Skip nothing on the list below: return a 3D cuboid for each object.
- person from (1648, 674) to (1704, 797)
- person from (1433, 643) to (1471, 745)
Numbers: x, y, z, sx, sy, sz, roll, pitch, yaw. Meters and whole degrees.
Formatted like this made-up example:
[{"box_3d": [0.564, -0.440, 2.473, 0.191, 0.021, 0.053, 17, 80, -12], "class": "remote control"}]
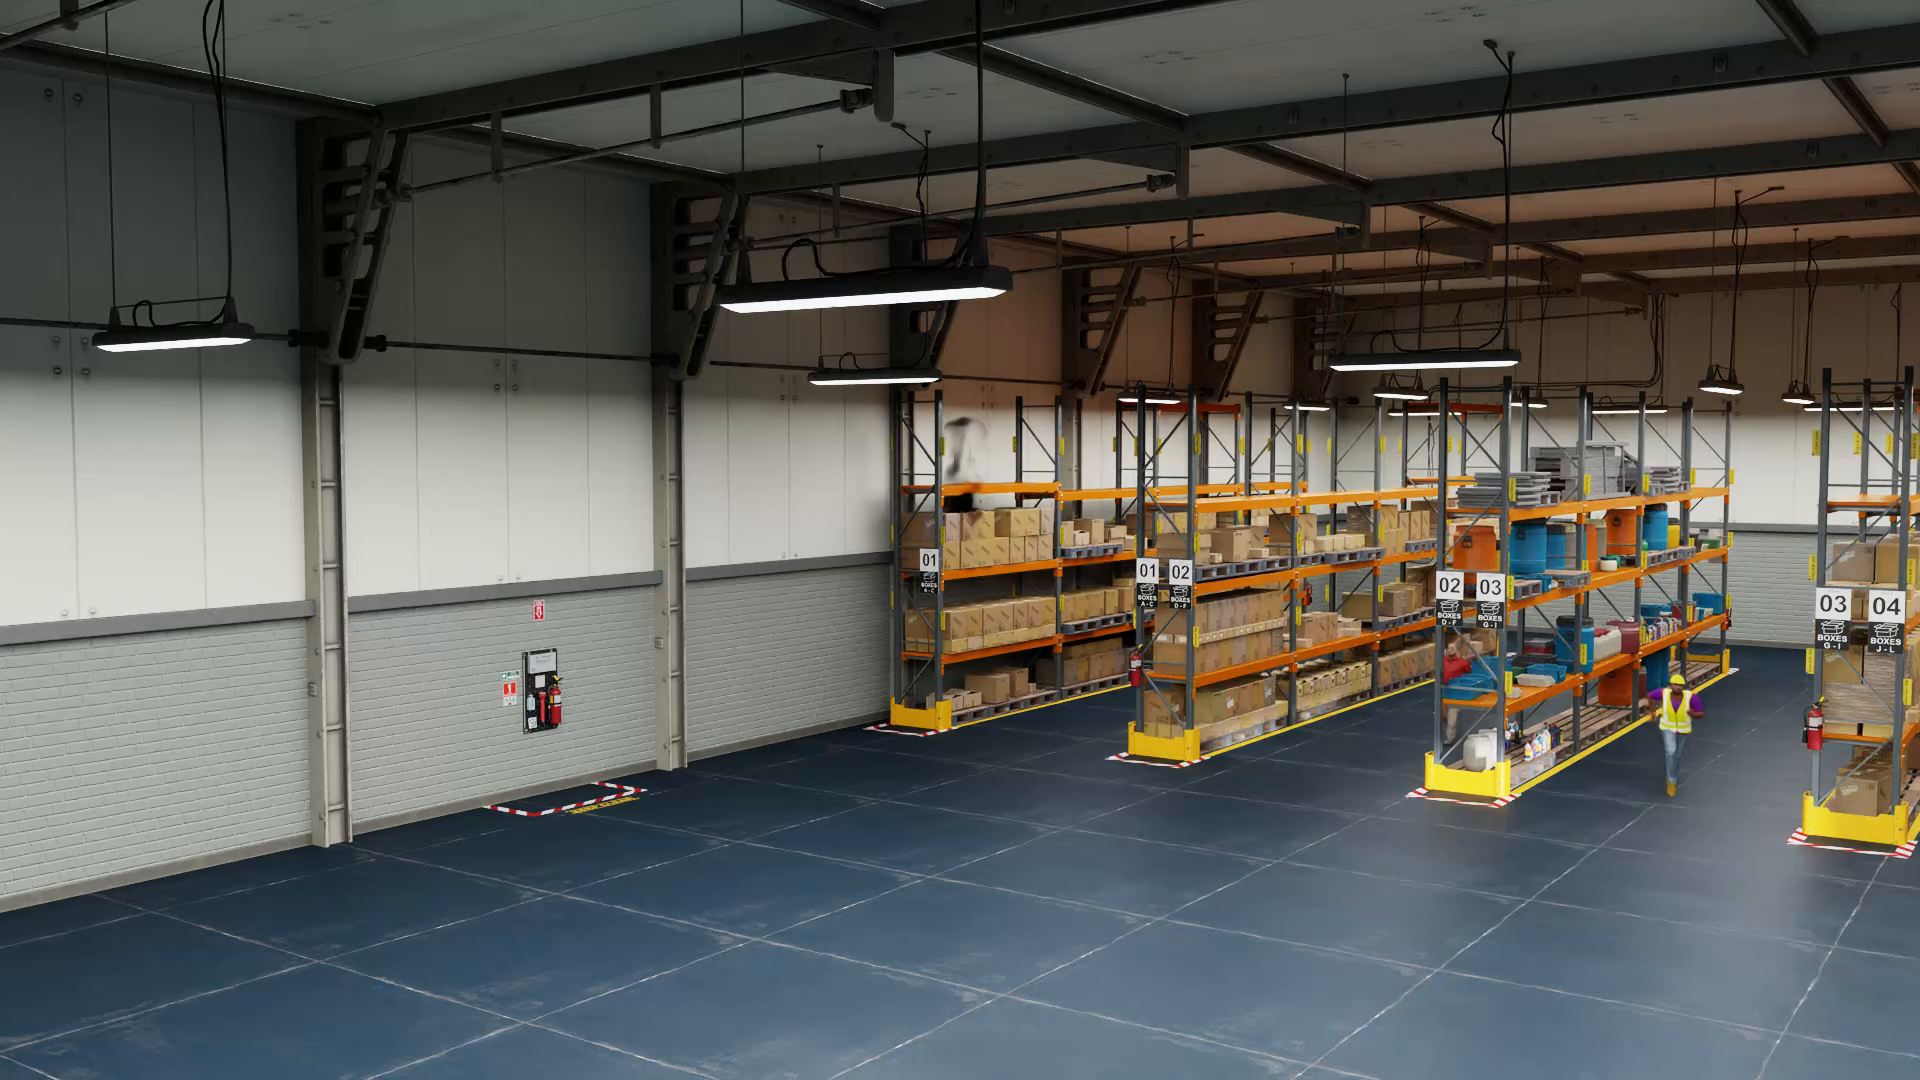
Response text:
[{"box_3d": [10.334, 2.792, 24.041, 0.688, 1.764, 0.953, 1, 3, 12], "class": "person"}, {"box_3d": [8.314, 2.576, 28.090, 0.674, 1.682, 0.782, 2, 4, 33], "class": "person"}]
